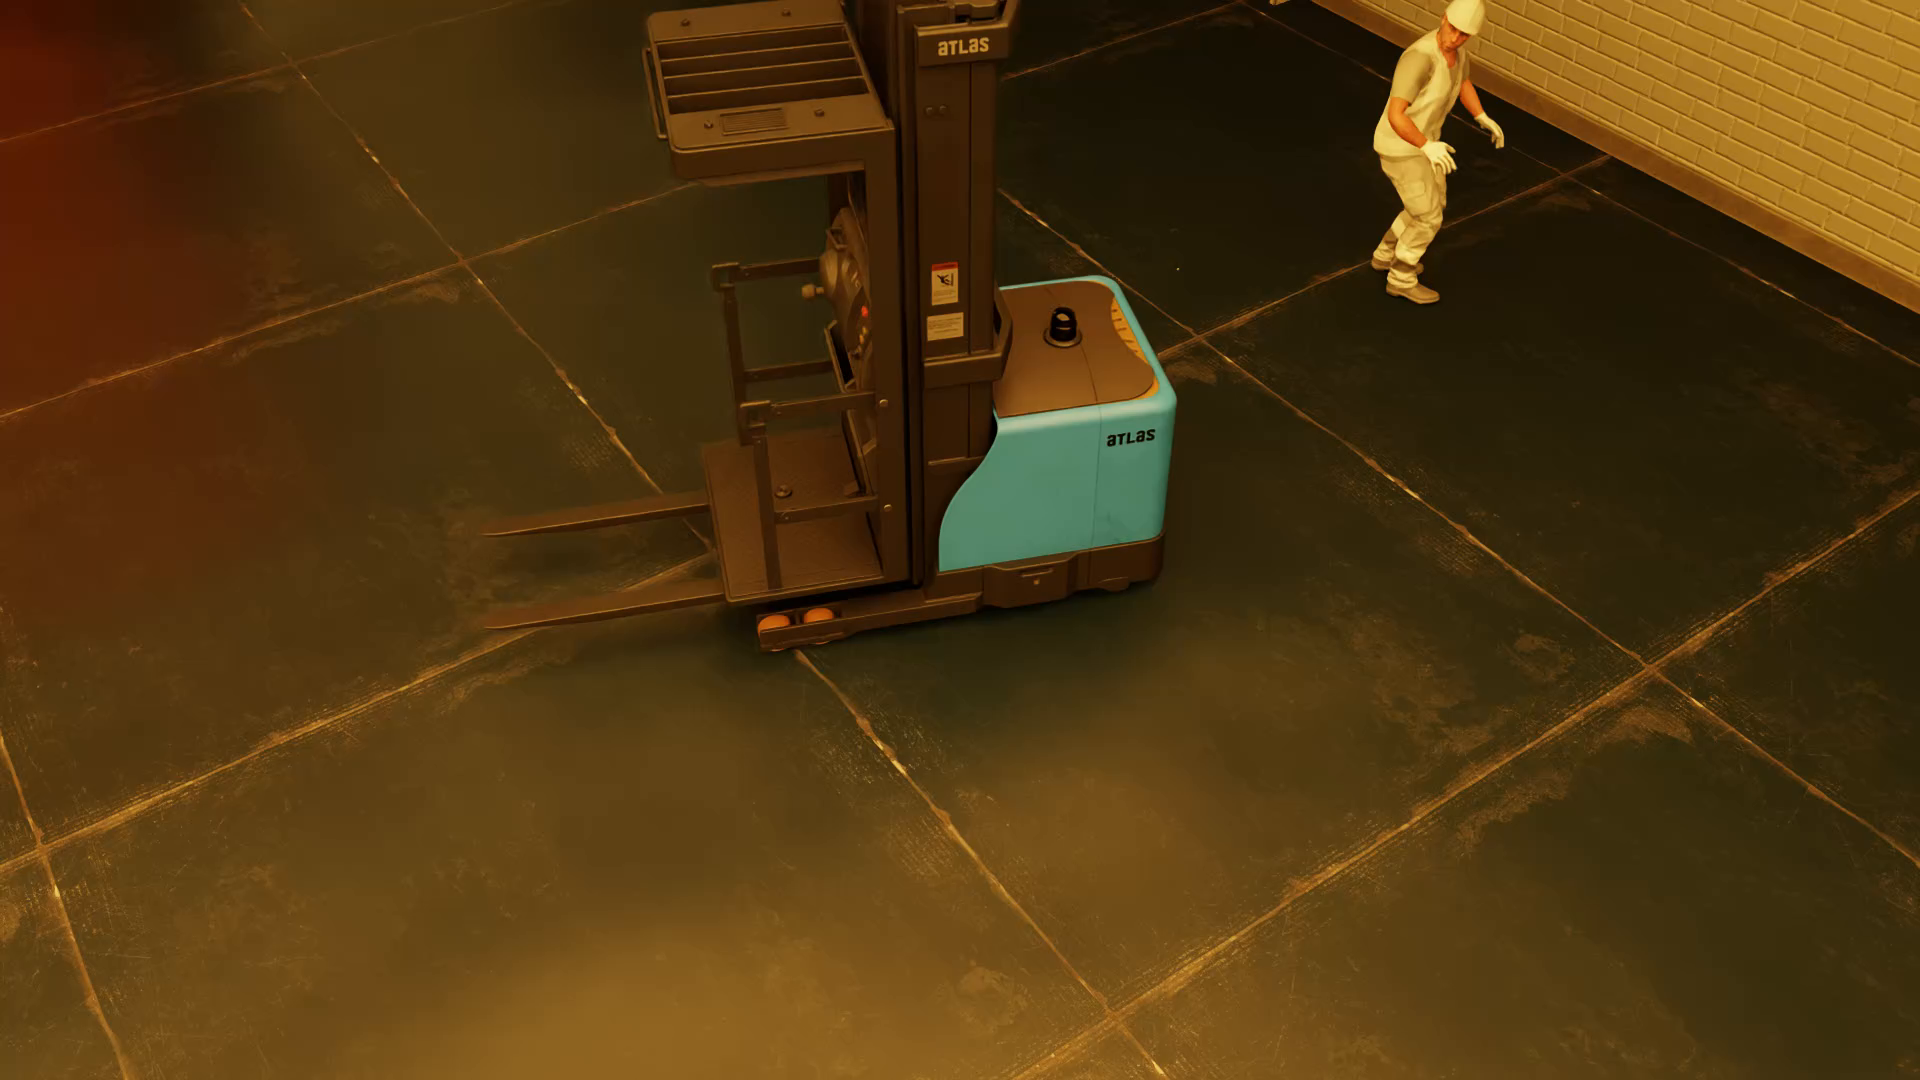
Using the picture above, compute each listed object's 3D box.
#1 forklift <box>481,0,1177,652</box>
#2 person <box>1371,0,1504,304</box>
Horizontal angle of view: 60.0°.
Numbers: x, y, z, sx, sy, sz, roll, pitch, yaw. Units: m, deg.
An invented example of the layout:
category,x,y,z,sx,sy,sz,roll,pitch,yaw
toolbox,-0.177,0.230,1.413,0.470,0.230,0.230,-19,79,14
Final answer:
category,x,y,z,sx,sy,sz,roll,pitch,yaw
forklift,-0.644,-0.980,6.779,3.031,2.935,1.130,-9,43,-9
person,2.530,-2.082,8.892,0.576,1.727,0.776,24,48,24
